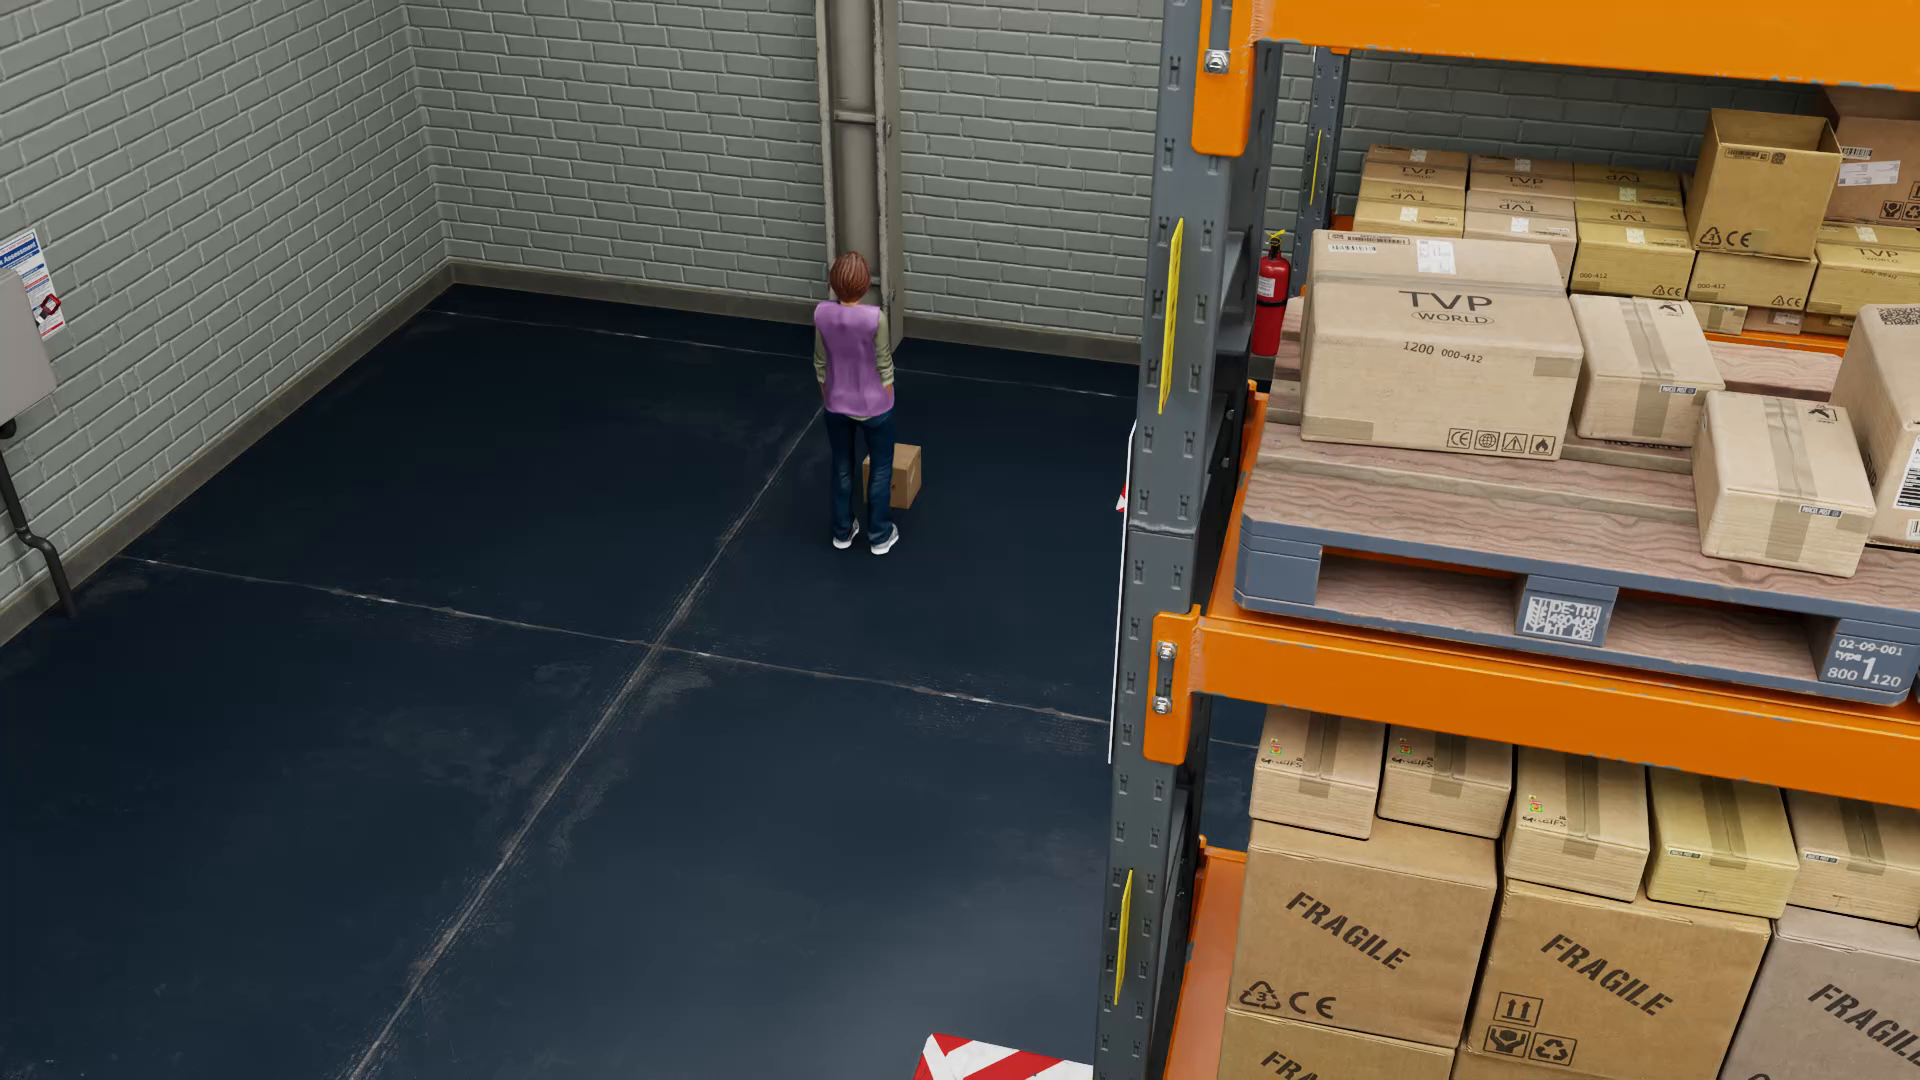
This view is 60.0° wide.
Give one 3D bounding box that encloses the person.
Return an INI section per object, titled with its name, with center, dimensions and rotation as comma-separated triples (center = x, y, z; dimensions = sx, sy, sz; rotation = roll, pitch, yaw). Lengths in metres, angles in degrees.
[person]
center = -0.516, -0.653, 8.162
dimensions = 0.407, 1.583, 0.299
rotation = 9, 34, 13
